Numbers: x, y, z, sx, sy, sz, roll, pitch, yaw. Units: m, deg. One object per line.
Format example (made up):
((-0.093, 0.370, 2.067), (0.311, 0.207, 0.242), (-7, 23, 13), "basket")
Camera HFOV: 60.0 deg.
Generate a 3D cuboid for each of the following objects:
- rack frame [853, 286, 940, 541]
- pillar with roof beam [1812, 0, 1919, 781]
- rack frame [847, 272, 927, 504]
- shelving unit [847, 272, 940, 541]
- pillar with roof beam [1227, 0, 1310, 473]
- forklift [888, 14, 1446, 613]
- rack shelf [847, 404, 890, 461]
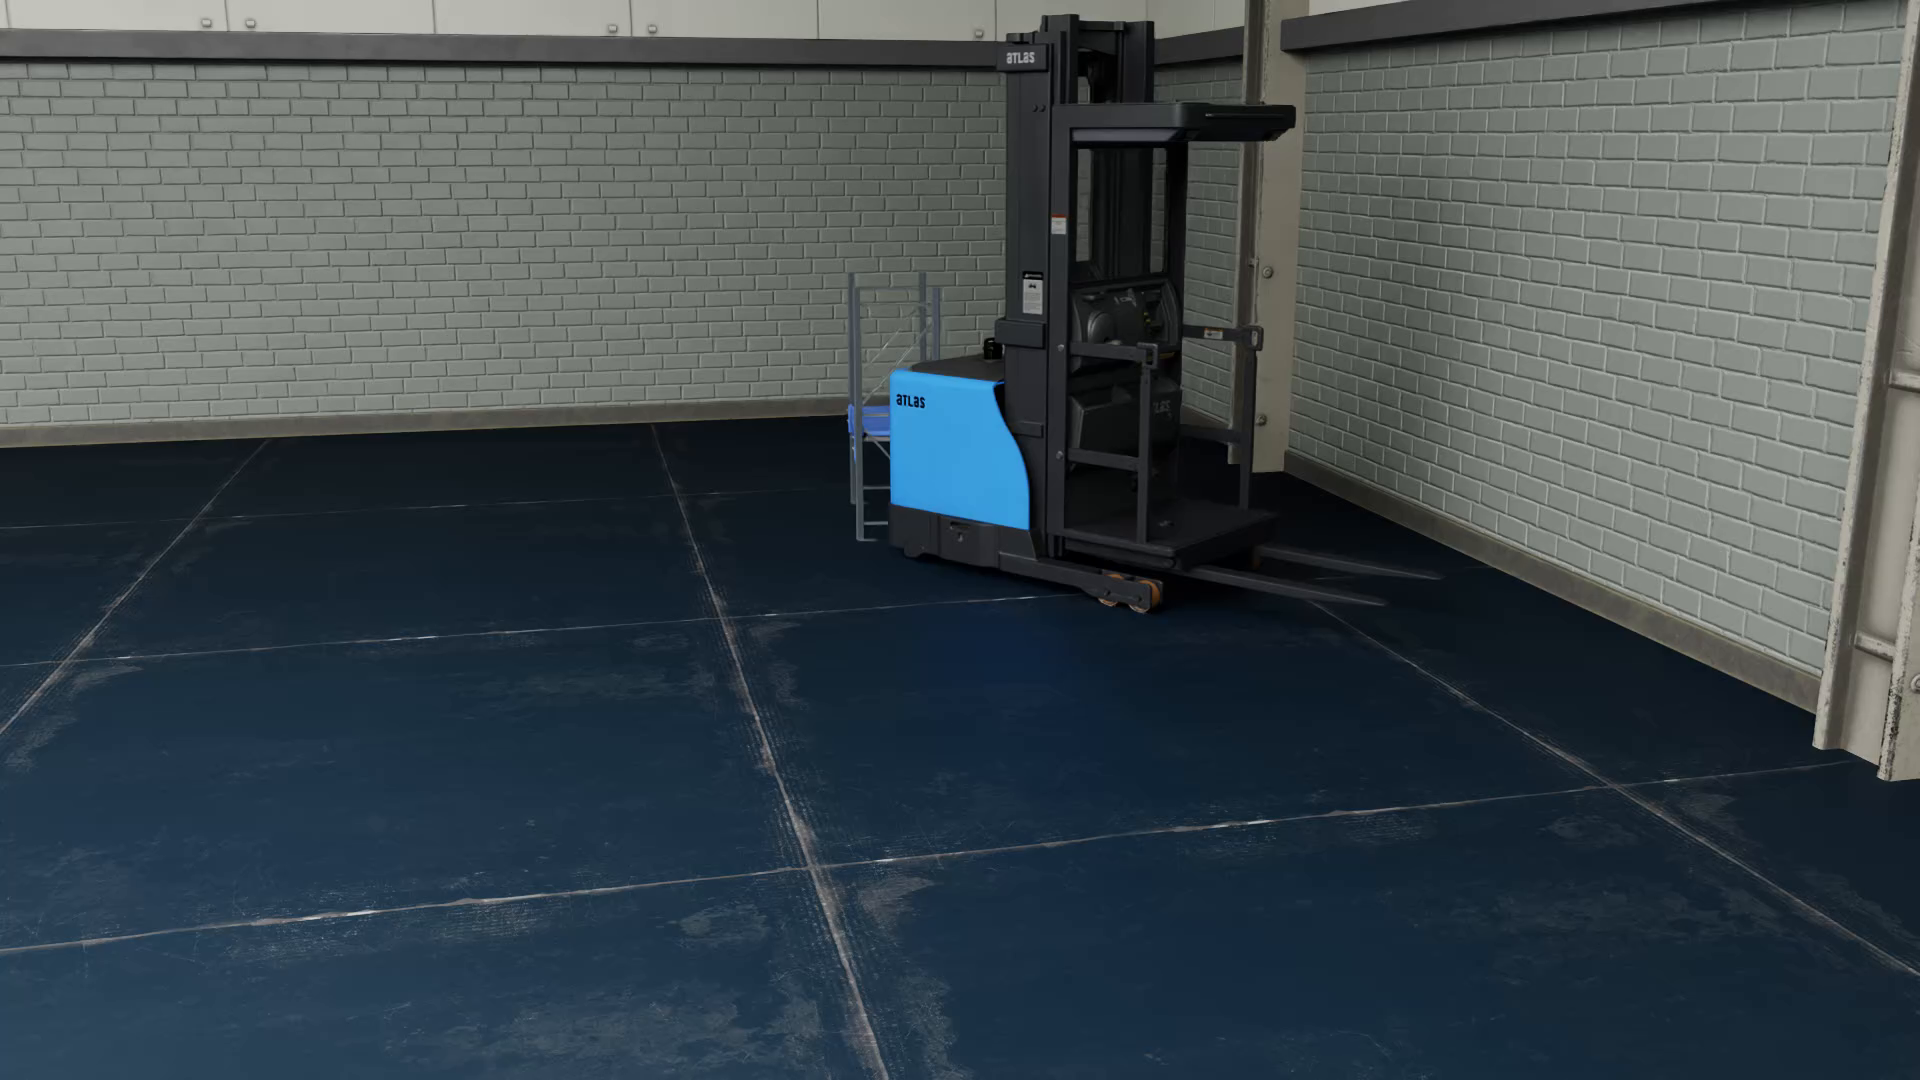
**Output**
((-0.367, -0.731, 9.761), (0.500, 1.500, 0.032), (-1, 14, -5), "rack frame")
((-0.610, -3.282, 4.398), (9.100, 9.000, 0.400), (-3, 14, -13), "pillar with roof beam")
((-0.466, -0.972, 10.744), (0.500, 1.500, 0.032), (-1, 14, -5), "rack frame")
((-0.416, -0.852, 10.252), (0.538, 1.500, 1.048), (-1, 14, -5), "shelving unit")
((-2.019, -4.666, 10.064), (9.100, 9.000, 0.400), (-3, 14, -13), "pillar with roof beam")
((1.038, -1.196, 8.646), (3.031, 2.935, 1.130), (11, 18, 39), "forklift")
((-0.416, -0.677, 10.295), (0.538, 0.185, 1.000), (-1, 14, -5), "rack shelf")
